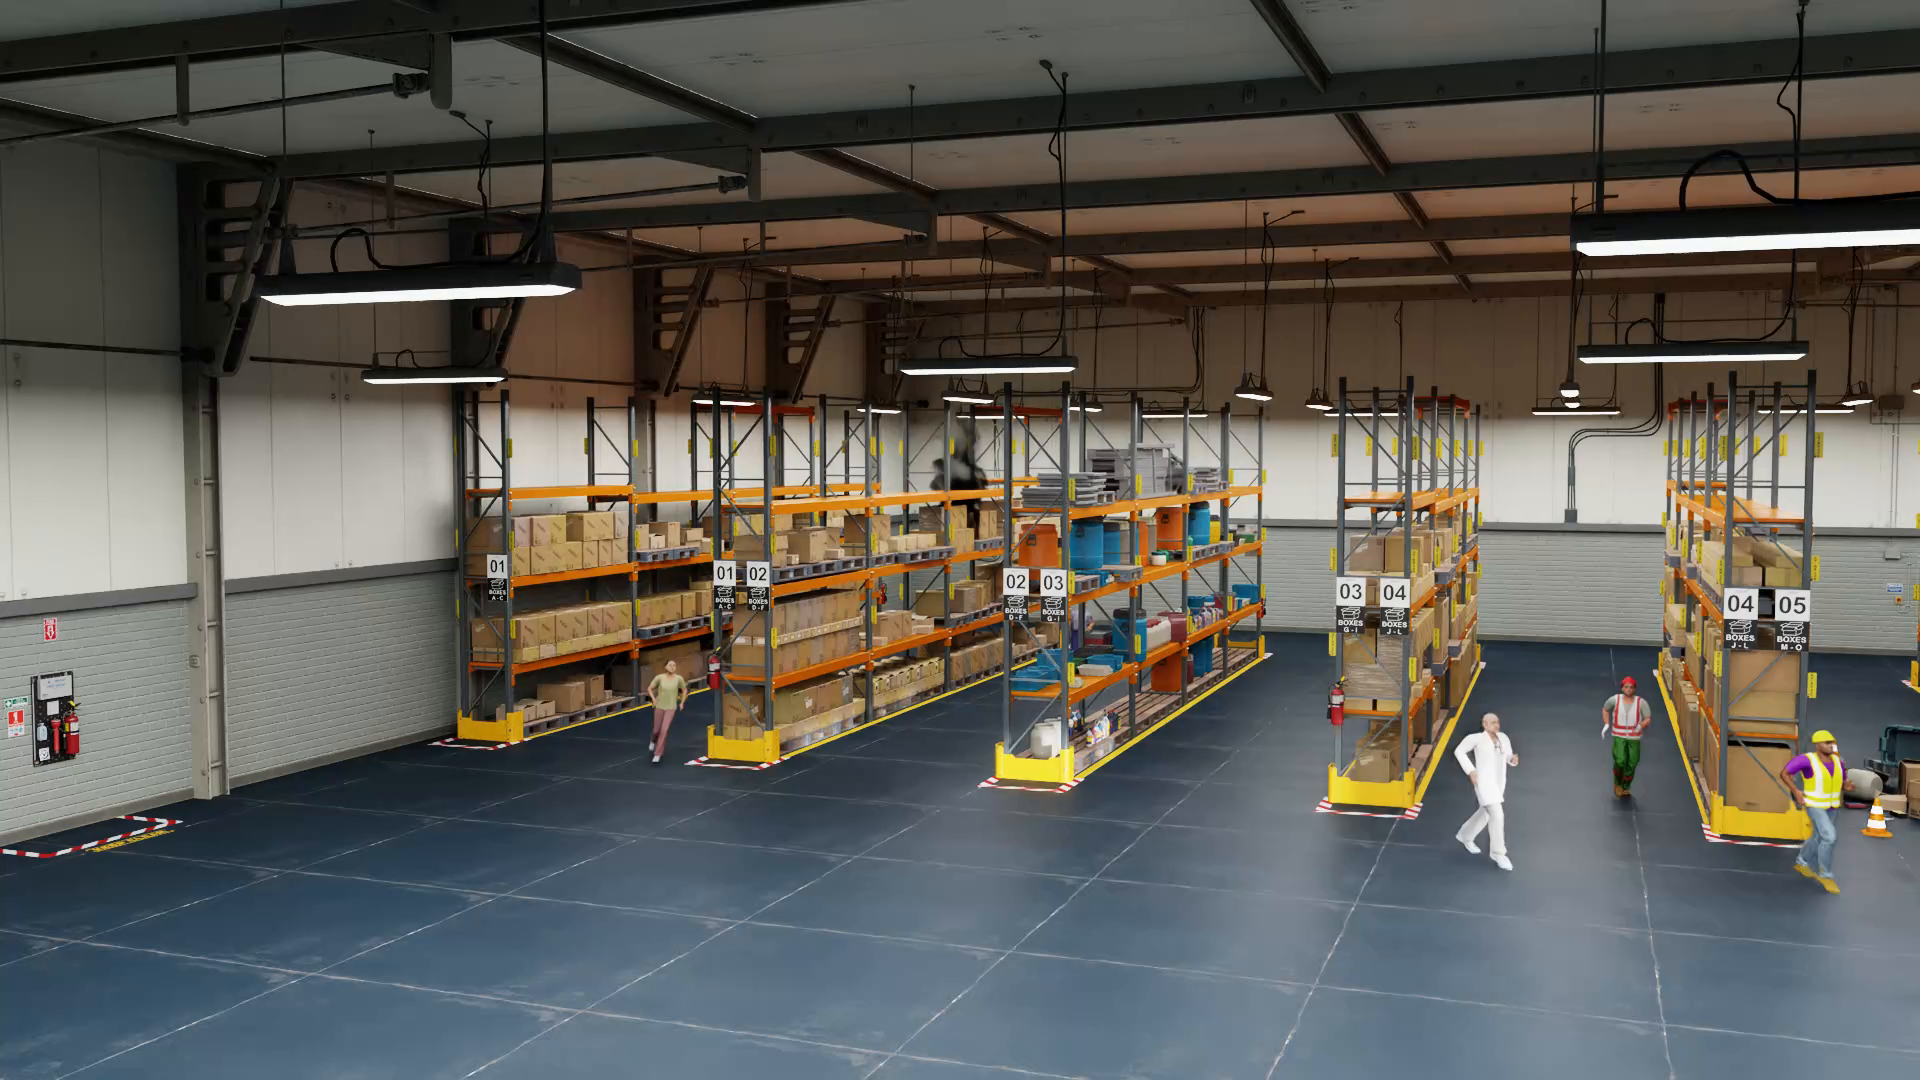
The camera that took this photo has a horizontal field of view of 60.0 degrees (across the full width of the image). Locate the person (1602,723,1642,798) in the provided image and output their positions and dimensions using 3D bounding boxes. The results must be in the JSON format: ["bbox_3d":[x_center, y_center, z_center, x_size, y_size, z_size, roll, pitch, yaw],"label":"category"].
[{"bbox_3d":[9.394,3.112,23.642,0.505,1.127,0.731,1,3,18],"label":"person"}]

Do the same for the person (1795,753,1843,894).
[{"bbox_3d":[9.833,3.207,19.020,0.434,1.546,0.724,-1,3,-18],"label":"person"}]

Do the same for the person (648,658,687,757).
[{"bbox_3d":[-4.711,2.681,26.809,0.634,1.554,0.656,-1,3,-12],"label":"person"}]

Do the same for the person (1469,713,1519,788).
[{"bbox_3d":[6.457,2.544,20.084,0.644,0.907,0.659,-2,4,-30],"label":"person"}]

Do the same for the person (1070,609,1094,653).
[{"bbox_3d":[2.708,2.238,37.260,0.584,1.426,0.584,1,3,9],"label":"person"}]
